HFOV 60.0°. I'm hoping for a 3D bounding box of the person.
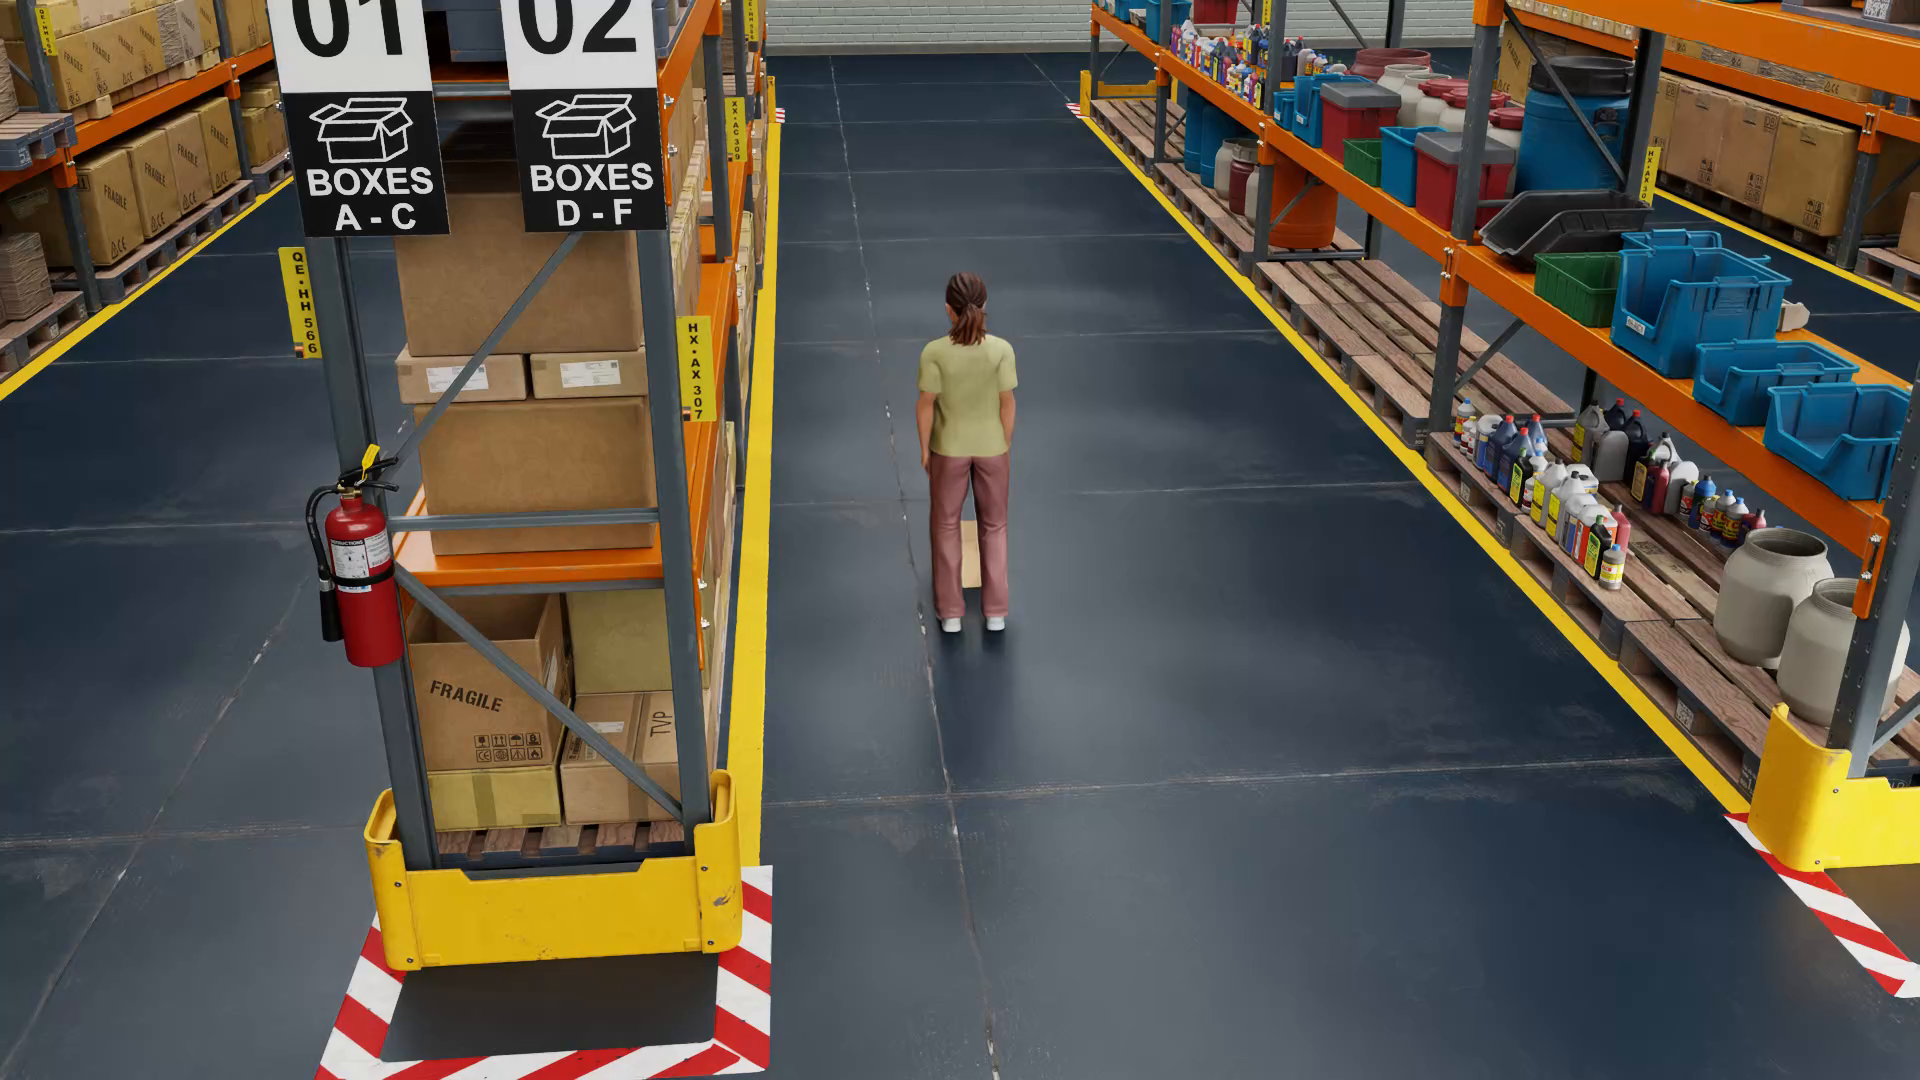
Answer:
[{"bbox_3d":[0.028,-0.376,7.468,0.447,1.670,0.360,-2,24,-4],"label":"person"}]
